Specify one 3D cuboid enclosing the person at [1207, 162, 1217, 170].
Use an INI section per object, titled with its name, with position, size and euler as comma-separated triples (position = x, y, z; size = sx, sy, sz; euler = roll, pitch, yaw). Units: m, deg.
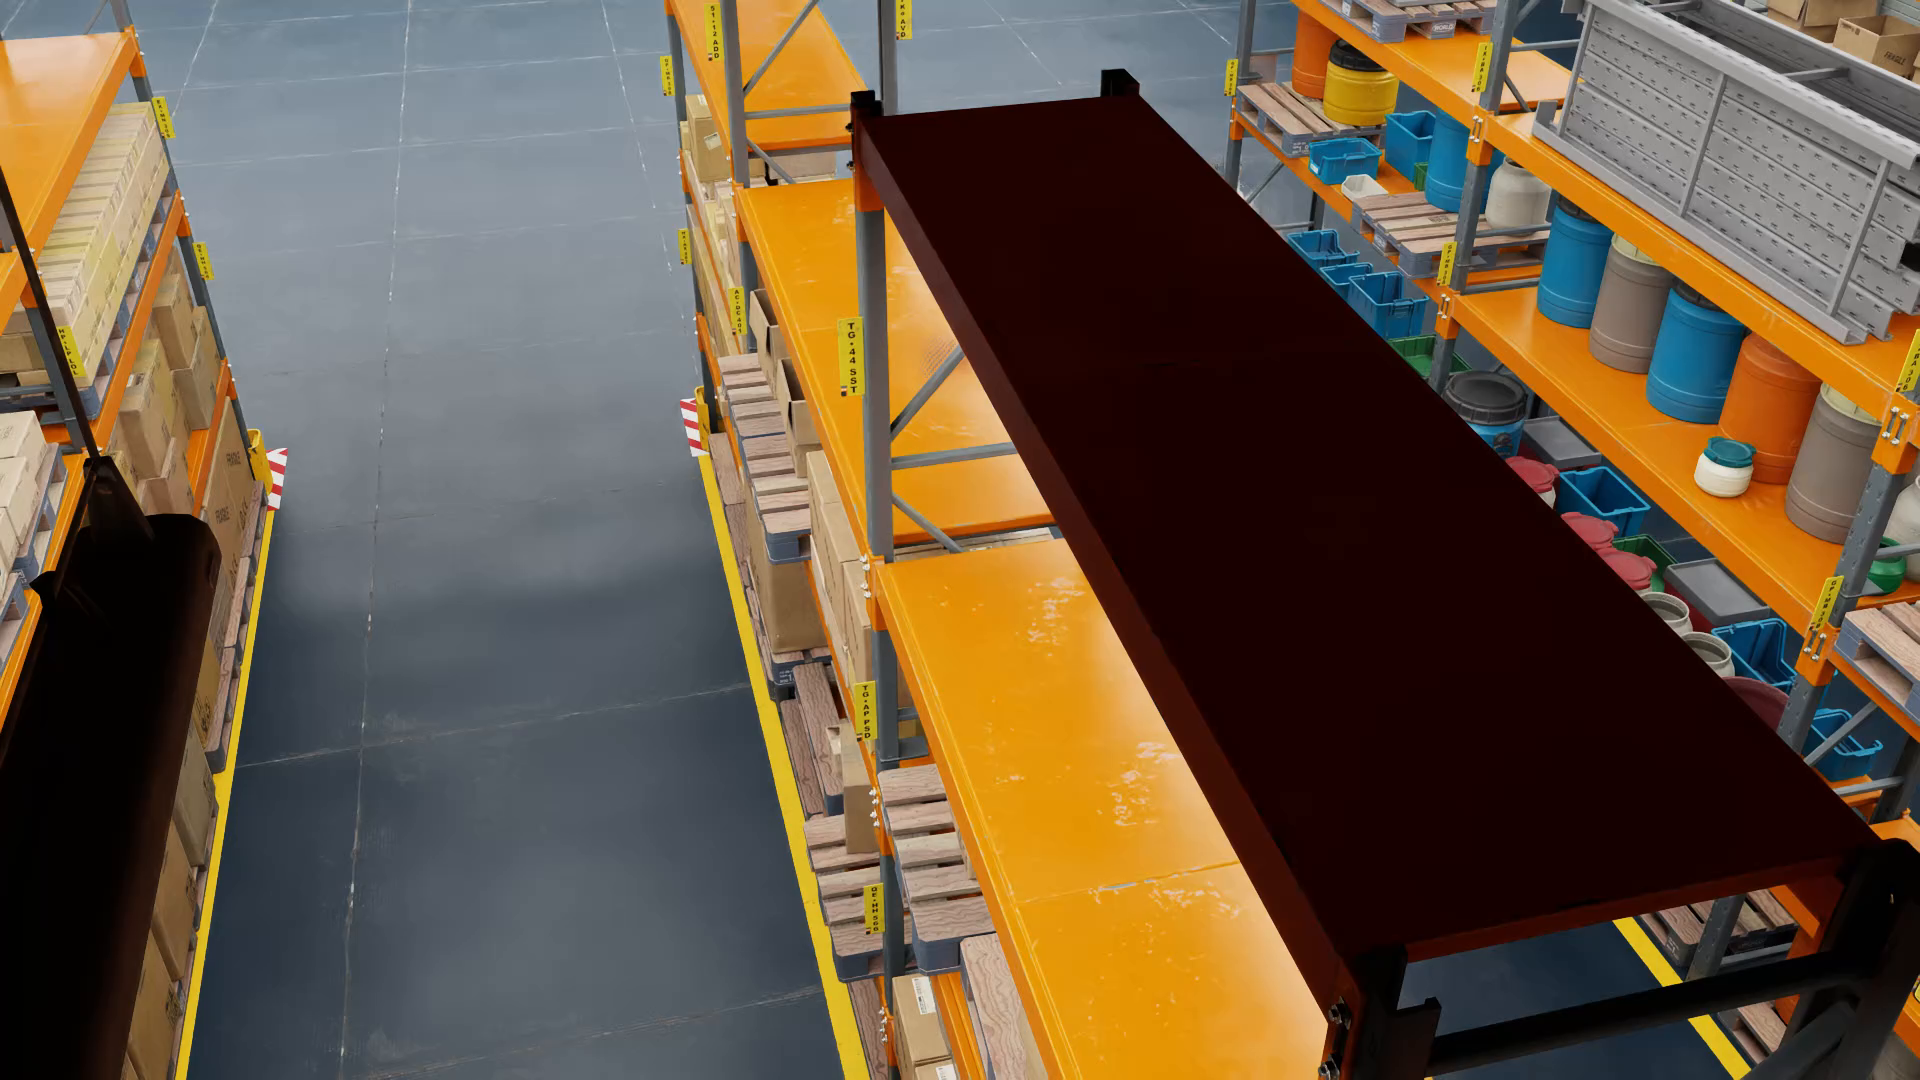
[person]
position = 2.356, -3.067, 17.009
size = 1.066, 1.706, 0.526
euler = -7, 35, -10
